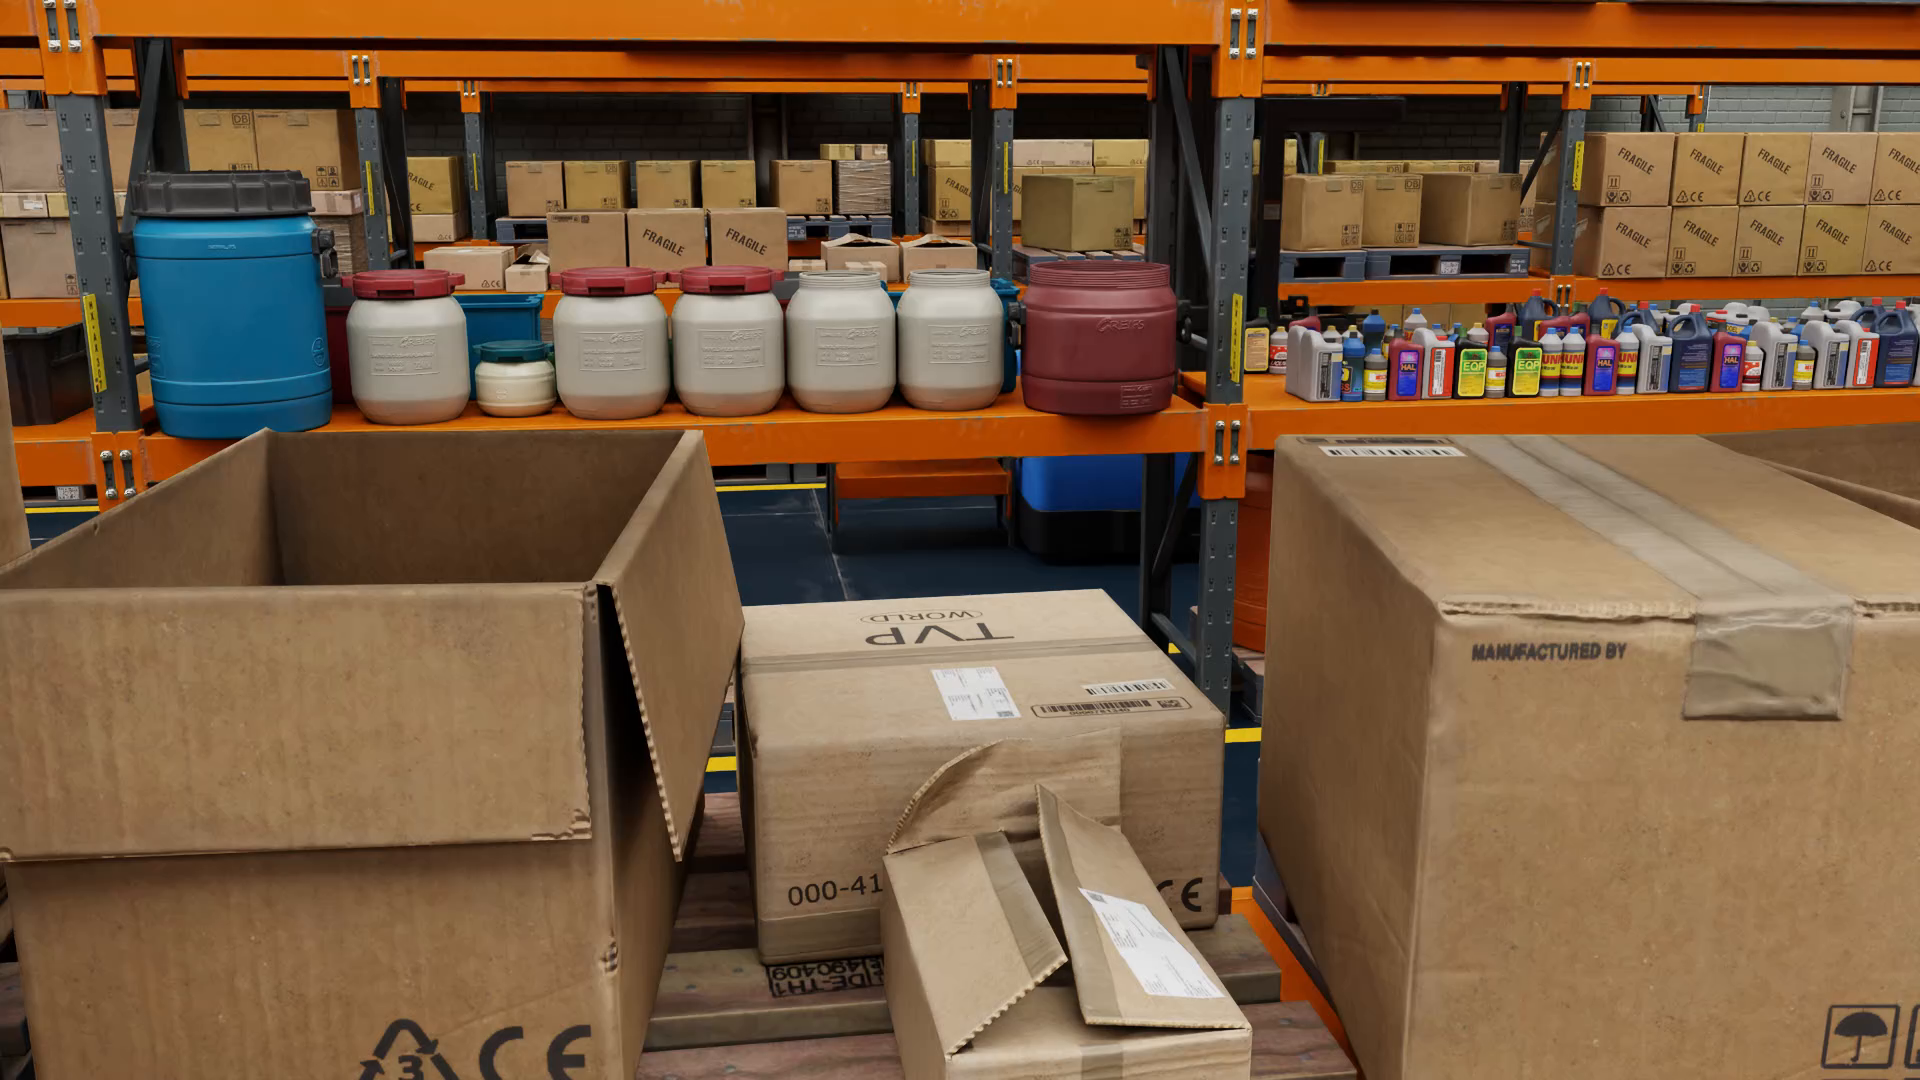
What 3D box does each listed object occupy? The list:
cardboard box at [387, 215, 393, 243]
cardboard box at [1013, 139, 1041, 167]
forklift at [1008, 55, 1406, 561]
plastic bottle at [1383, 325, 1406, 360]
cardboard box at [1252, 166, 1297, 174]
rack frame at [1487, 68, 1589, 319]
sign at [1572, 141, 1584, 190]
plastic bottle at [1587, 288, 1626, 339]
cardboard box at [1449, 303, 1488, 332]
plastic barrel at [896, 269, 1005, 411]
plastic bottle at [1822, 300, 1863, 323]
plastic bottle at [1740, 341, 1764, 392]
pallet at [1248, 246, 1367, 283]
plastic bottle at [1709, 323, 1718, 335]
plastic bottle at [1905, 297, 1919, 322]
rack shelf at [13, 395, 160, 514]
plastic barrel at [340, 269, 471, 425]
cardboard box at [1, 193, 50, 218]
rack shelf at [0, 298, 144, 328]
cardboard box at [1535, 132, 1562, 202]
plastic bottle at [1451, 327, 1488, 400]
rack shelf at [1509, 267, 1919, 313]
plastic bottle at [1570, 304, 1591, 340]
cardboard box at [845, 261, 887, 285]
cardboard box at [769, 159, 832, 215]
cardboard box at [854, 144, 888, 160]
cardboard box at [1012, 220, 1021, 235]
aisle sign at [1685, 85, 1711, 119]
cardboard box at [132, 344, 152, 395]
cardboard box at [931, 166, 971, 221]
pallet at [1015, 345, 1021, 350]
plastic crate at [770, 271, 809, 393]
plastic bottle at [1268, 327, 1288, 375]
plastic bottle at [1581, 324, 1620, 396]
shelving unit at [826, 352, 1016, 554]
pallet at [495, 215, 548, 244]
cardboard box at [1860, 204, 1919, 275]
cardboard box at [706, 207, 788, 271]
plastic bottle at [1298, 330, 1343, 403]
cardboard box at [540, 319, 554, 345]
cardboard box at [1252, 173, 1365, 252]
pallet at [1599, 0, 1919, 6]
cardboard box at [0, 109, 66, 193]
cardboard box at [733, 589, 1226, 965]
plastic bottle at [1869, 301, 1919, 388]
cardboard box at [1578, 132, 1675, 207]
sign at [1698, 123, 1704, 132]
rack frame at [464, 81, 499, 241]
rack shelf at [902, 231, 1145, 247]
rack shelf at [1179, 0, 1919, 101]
[{"bbox_3d":[-5.401,-2.880,15.305,0.500,0.250,0.500,-2,14,-8],"label":"cardboard box"},{"bbox_3d":[0.490,-3.734,16.045,0.500,0.250,0.500,-2,14,-9],"label":"cardboard box"},{"bbox_3d":[1.832,-1.444,9.454,3.031,2.935,1.130,-2,14,-7],"label":"forklift"},{"bbox_3d":[1.918,-0.850,7.354,0.097,0.201,0.097,0,14,0],"label":"plastic bottle"},{"bbox_3d":[3.008,-3.464,16.509,0.500,0.500,0.500,-2,14,-9],"label":"cardboard box"},{"bbox_3d":[4.168,-2.147,12.117,0.127,3.000,1.000,-2,14,-8],"label":"rack frame"},{"bbox_3d":[4.255,-2.575,11.445,0.005,0.325,0.100,-2,14,-8],"label":"sign"},{"bbox_3d":[2.892,-0.953,7.456,0.185,0.351,0.144,-2,14,-8],"label":"plastic bottle"},{"bbox_3d":[5.187,-2.368,17.272,0.500,0.500,0.700,-2,14,-7],"label":"cardboard box"},{"bbox_3d":[-0.038,-0.776,6.421,0.421,0.512,0.421,0,14,0],"label":"plastic barrel"},{"bbox_3d":[4.026,-0.957,7.627,0.135,0.276,0.152,-2,14,-8],"label":"plastic bottle"},{"bbox_3d":[3.228,-0.712,6.801,0.097,0.201,0.097,0,14,0],"label":"plastic bottle"},{"bbox_3d":[2.135,-1.981,11.848,1.213,0.211,1.003,-2,14,-8],"label":"pallet"},{"bbox_3d":[3.087,-0.755,6.832,0.097,0.271,0.097,0,14,0],"label":"plastic bottle"},{"bbox_3d":[4.021,-0.854,7.063,0.185,0.351,0.144,-2,14,-8],"label":"plastic bottle"},{"bbox_3d":[-4.986,-0.244,6.008,4.000,0.370,1.077,-2,14,-8],"label":"rack shelf"},{"bbox_3d":[-2.029,-0.714,6.121,0.433,0.535,0.433,0,14,0],"label":"plastic barrel"},{"bbox_3d":[-5.757,-2.093,10.364,0.250,0.149,0.380,-2,14,-8],"label":"cardboard box"},{"bbox_3d":[-5.720,-1.436,10.760,4.000,0.370,1.077,-2,14,-8],"label":"rack shelf"},{"bbox_3d":[4.630,-2.761,12.305,0.500,0.500,0.500,-2,14,-8],"label":"cardboard box"},{"bbox_3d":[2.020,-0.703,6.597,0.133,0.283,0.061,-2,14,-8],"label":"plastic bottle"},{"bbox_3d":[6.146,-1.871,12.494,4.000,0.370,1.077,-2,14,-8],"label":"rack shelf"},{"bbox_3d":[2.738,-0.910,7.422,0.133,0.283,0.061,-2,14,-8],"label":"plastic bottle"},{"bbox_3d":[-0.635,-1.781,11.175,0.250,0.149,0.380,-2,14,-8],"label":"cardboard box"},{"bbox_3d":[-1.540,-3.409,16.040,0.500,0.500,0.700,-3,14,-14],"label":"cardboard box"},{"bbox_3d":[-0.865,-3.750,16.067,0.250,0.149,0.380,-4,15,-16],"label":"cardboard box"},{"bbox_3d":[0.588,-3.073,16.283,0.250,0.149,0.380,-2,14,-9],"label":"cardboard box"},{"bbox_3d":[7.498,-4.675,16.852,0.004,0.787,0.394,-2,14,-8],"label":"aisle sign"},{"bbox_3d":[-5.158,-0.987,10.740,0.500,0.500,0.500,-2,14,-8],"label":"cardboard box"},{"bbox_3d":[-0.010,-3.352,16.064,0.500,0.500,0.500,-2,14,-7],"label":"cardboard box"},{"bbox_3d":[0.262,-1.852,16.671,1.213,0.211,1.003,-2,14,-8],"label":"pallet"},{"bbox_3d":[-0.696,-0.857,6.840,0.583,0.464,0.402,-2,14,-8],"label":"plastic crate"},{"bbox_3d":[1.401,-0.831,7.279,0.097,0.201,0.097,0,14,0],"label":"plastic bottle"},{"bbox_3d":[2.573,-0.723,6.678,0.133,0.283,0.061,-2,14,-8],"label":"plastic bottle"},{"bbox_3d":[-0.237,-0.541,9.567,1.048,1.125,0.538,-2,14,-7],"label":"shelving unit"},{"bbox_3d":[-3.707,-2.948,15.706,1.213,0.211,1.003,-2,14,-8],"label":"pallet"},{"bbox_3d":[6.715,-2.223,12.212,0.500,0.500,0.500,-2,14,-8],"label":"cardboard box"},{"bbox_3d":[-1.444,-1.986,11.269,0.500,0.500,0.500,-3,14,-11],"label":"cardboard box"},{"bbox_3d":[1.423,-0.688,6.555,0.135,0.276,0.152,-2,14,-8],"label":"plastic bottle"},{"bbox_3d":[-3.759,-2.080,16.085,0.500,0.500,0.700,-2,14,-6],"label":"cardboard box"},{"bbox_3d":[2.431,-2.321,11.740,0.500,0.500,0.700,-6,15,-23],"label":"cardboard box"},{"bbox_3d":[3.021,-2.225,6.650,1.213,0.211,1.003,-2,14,-8],"label":"pallet"},{"bbox_3d":[-5.669,-2.463,10.503,0.500,0.500,0.700,-2,14,-8],"label":"cardboard box"},{"bbox_3d":[-0.006,0.255,1.983,0.500,0.250,0.500,-3,14,-10],"label":"cardboard box"},{"bbox_3d":[3.860,-0.813,6.898,0.185,0.351,0.144,-2,14,-8],"label":"plastic bottle"},{"bbox_3d":[4.676,-2.630,11.782,0.500,0.500,0.500,-2,14,-7],"label":"cardboard box"},{"bbox_3d":[7.449,-4.029,16.754,0.005,0.325,0.100,-2,14,-8],"label":"sign"},{"bbox_3d":[-4.484,-3.049,15.712,0.127,3.000,1.000,-2,14,-8],"label":"rack frame"},{"bbox_3d":[1.449,-2.917,16.667,4.000,0.370,1.077,-2,14,-8],"label":"rack shelf"},{"bbox_3d":[2.925,-1.989,6.799,4.000,0.370,1.077,-2,14,-8],"label":"rack shelf"}]
